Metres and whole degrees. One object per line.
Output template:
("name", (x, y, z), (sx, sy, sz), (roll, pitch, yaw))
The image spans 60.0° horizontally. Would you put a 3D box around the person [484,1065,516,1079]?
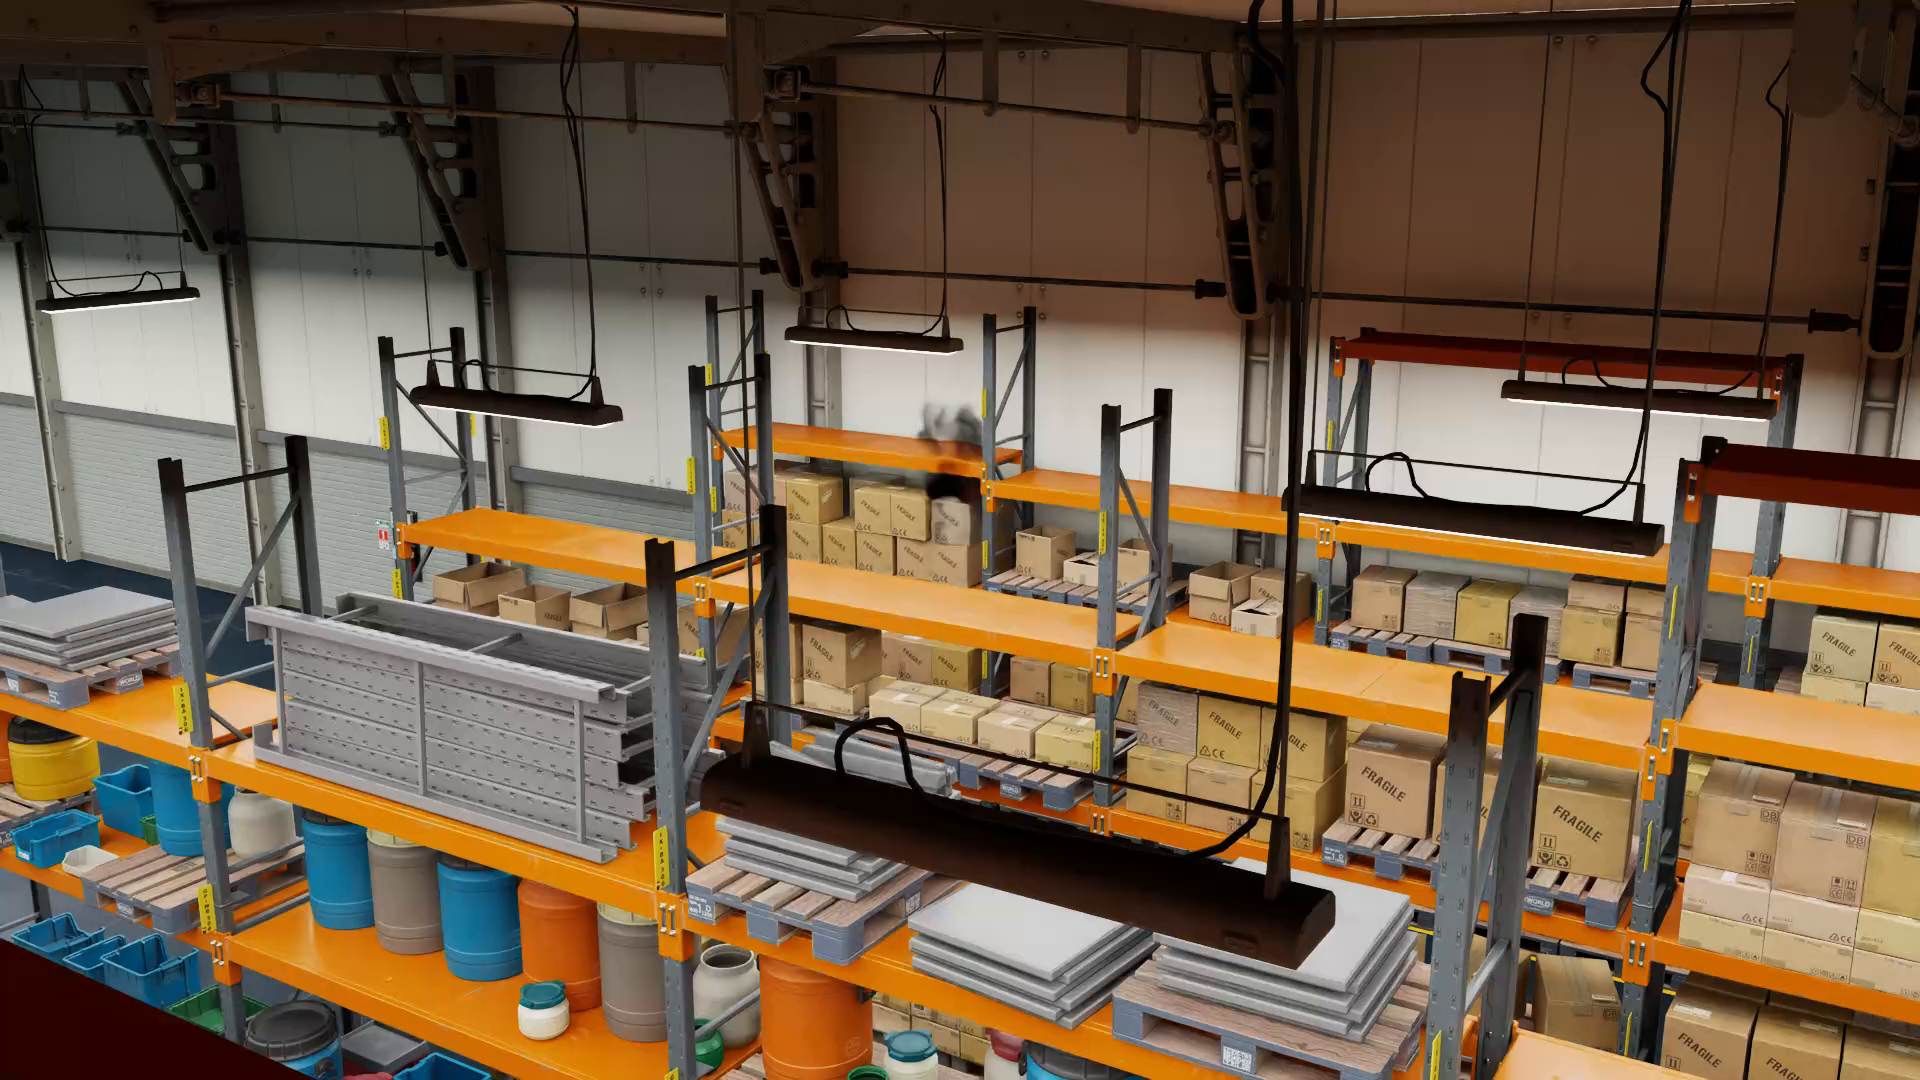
("person", (-3.552, 4.088, 13.250), (0.771, 1.692, 0.646), (9, 17, 33))
